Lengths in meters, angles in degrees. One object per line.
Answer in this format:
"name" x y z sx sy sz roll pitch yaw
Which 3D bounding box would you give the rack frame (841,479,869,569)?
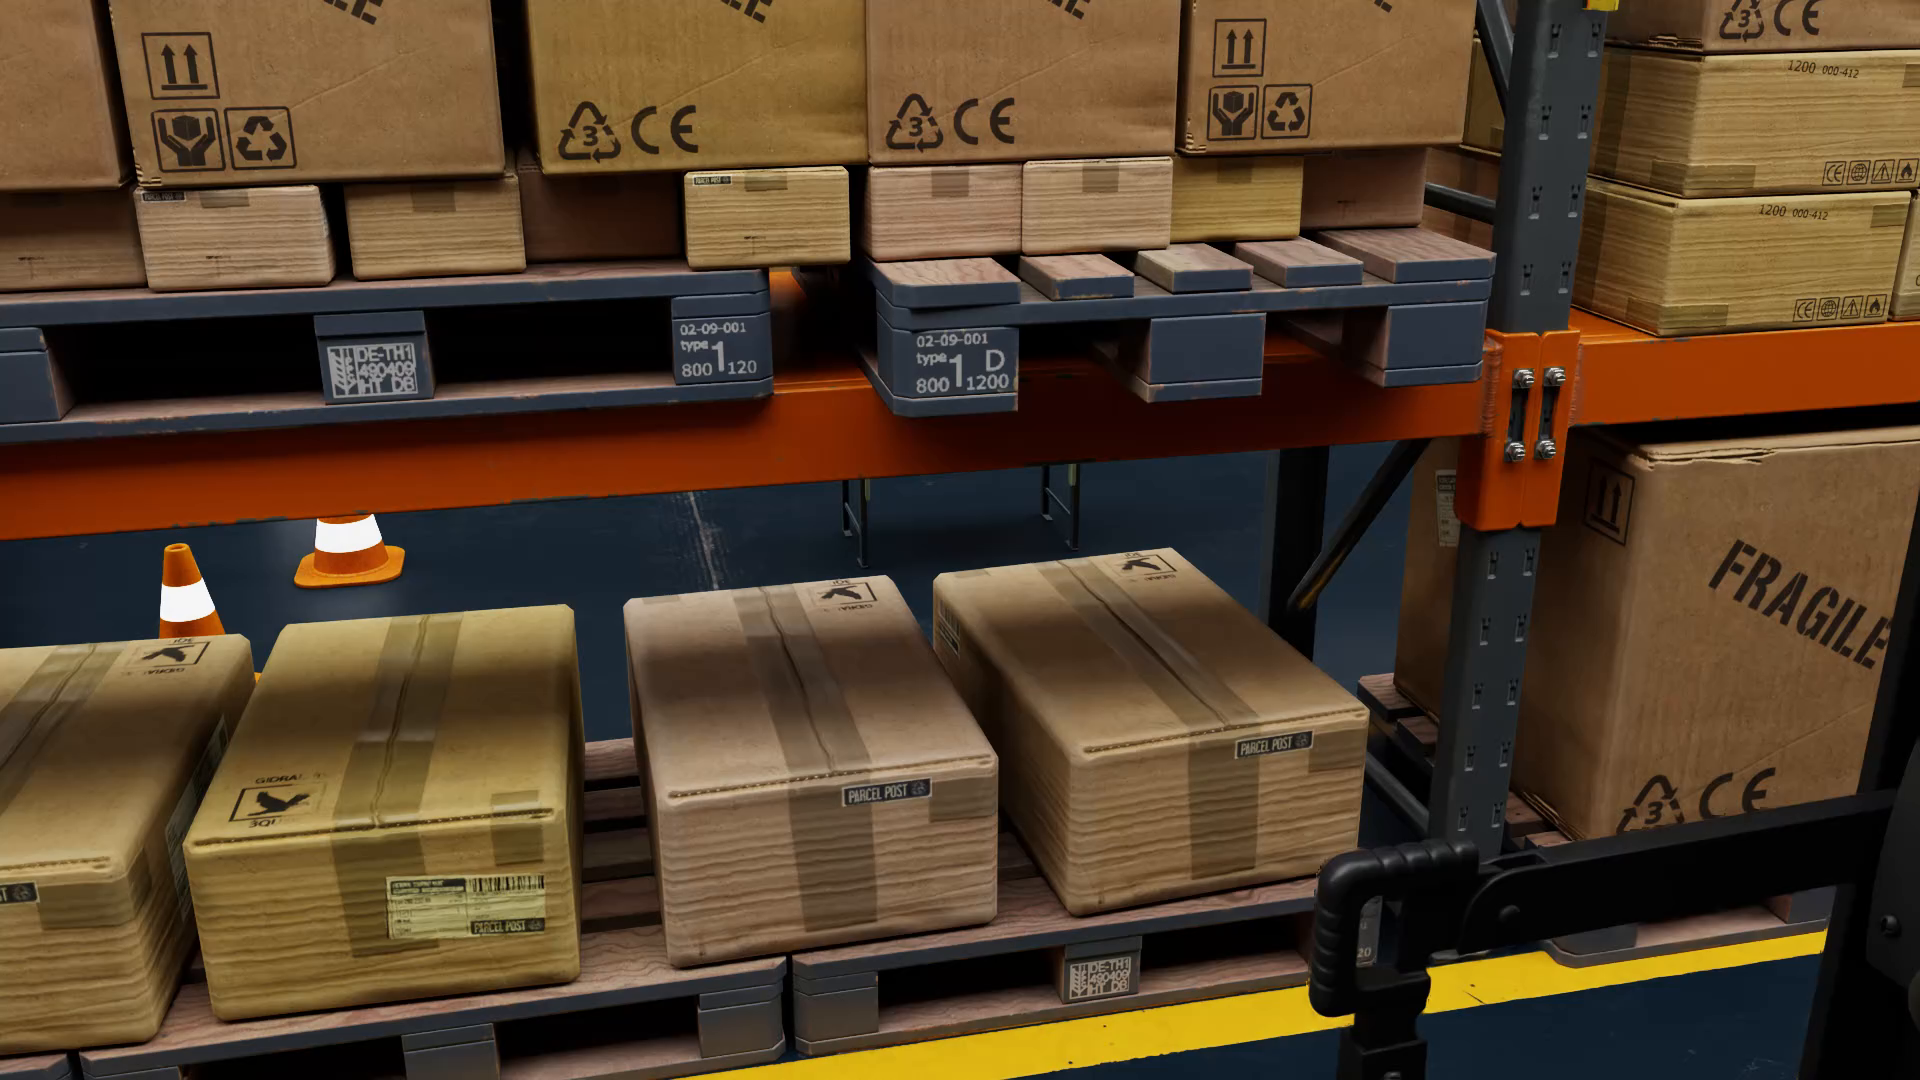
"rack frame" -0.363 -0.675 5.476 0.023 1.500 0.400 -5 21 -12

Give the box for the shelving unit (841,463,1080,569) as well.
"shelving unit" -0.006 -0.704 5.555 0.755 1.500 0.431 -5 21 -12

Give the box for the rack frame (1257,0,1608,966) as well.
"rack frame" 0.923 -0.705 3.377 0.127 3.000 1.000 -5 21 -12

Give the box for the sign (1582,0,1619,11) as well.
"sign" 1.057 -1.030 2.698 0.005 0.325 0.100 -5 21 -12

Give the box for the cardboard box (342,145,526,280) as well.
"cardboard box" -0.832 -0.530 2.655 0.250 0.149 0.380 -5 21 -14

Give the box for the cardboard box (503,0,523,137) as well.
"cardboard box" -0.589 -1.042 3.111 0.500 0.500 0.500 -4 21 -12

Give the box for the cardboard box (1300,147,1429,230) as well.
"cardboard box" 0.658 -0.679 3.062 0.250 0.149 0.380 -4 20 -10

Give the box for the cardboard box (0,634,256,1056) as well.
"cardboard box" -1.761 0.548 3.166 0.625 0.372 0.950 -3 20 -9

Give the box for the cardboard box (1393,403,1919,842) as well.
"cardboard box" 1.614 0.069 3.743 0.875 0.875 0.875 -5 21 -13

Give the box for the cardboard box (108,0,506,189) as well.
"cardboard box" -0.979 -0.831 2.535 0.500 0.500 0.500 -6 21 -15

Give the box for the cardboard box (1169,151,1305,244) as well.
"cardboard box" 0.414 -0.634 2.938 0.250 0.149 0.380 -4 21 -12

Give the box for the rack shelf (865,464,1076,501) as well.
"rack shelf" -0.006 -0.398 5.667 0.720 0.370 0.431 -5 21 -12

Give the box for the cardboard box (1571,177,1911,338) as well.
"cardboard box" 1.457 -0.589 3.279 0.500 0.250 0.500 -5 21 -13

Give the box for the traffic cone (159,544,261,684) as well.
"traffic cone" -2.085 0.237 4.496 0.334 0.463 0.336 -5 21 -12

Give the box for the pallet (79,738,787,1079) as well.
"pallet" -1.023 0.762 3.429 1.213 0.211 1.003 -5 21 -12

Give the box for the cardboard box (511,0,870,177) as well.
"cardboard box" -0.447 -0.874 2.652 0.500 0.500 0.500 -6 21 -16

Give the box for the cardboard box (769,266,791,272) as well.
"cardboard box" -0.928 -1.476 8.144 0.750 0.750 1.050 -5 21 -13

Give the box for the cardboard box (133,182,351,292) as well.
"cardboard box" -1.085 -0.499 2.570 0.250 0.149 0.380 -4 20 -10

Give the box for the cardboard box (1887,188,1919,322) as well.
"cardboard box" 1.953 -0.635 3.406 0.500 0.250 0.500 -5 21 -14

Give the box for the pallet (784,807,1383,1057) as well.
"pallet" 0.162 0.666 3.689 1.213 0.211 1.003 -5 21 -12

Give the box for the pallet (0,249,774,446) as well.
"pallet" -0.994 -0.444 2.945 1.213 0.211 1.003 -5 21 -12

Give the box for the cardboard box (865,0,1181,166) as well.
"cardboard box" 0.044 -0.915 2.762 0.500 0.500 0.500 -5 21 -13

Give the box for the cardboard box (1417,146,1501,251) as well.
"cardboard box" 1.355 -0.761 3.749 0.500 0.250 0.500 -5 21 -14

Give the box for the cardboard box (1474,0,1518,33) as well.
"cardboard box" 1.366 -1.349 3.538 0.500 0.500 0.500 -5 21 -14

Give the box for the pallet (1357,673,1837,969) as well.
"pallet" 1.707 0.568 3.958 1.213 0.211 1.003 -5 21 -12

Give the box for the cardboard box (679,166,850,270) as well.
"cardboard box" -0.333 -0.555 2.723 0.250 0.149 0.380 -4 21 -12

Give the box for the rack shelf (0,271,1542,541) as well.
"rack shelf" -1.024 -0.208 3.068 4.000 0.370 1.077 -5 21 -12

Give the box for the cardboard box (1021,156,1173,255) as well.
"cardboard box" 0.179 -0.599 2.843 0.250 0.149 0.380 -5 21 -13

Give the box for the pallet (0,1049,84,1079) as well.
"pallet" -2.213 0.859 3.162 1.213 0.211 1.003 -5 21 -12

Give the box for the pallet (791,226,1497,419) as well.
"pallet" 0.254 -0.522 3.159 1.003 0.211 1.213 -5 21 -12

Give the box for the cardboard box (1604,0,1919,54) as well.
"cardboard box" 1.459 -1.178 3.071 0.500 0.500 0.500 -5 21 -14

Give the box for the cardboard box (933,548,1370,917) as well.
"cardboard box" 0.371 0.374 3.644 0.625 0.372 0.950 -6 21 -16

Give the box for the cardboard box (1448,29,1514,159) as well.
"cardboard box" 1.336 -0.992 3.654 0.500 0.250 0.500 -5 21 -13

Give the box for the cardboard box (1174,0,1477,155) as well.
"cardboard box" 0.544 -0.959 2.884 0.500 0.500 0.500 -5 21 -14

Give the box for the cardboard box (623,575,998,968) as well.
"cardboard box" -0.346 0.435 3.477 0.625 0.372 0.950 -5 21 -14

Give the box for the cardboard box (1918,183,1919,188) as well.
"cardboard box" 1.976 -0.867 3.311 0.500 0.250 0.500 -4 21 -11

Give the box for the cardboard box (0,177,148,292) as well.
"cardboard box" -1.355 -0.495 2.560 0.250 0.149 0.380 -4 21 -12

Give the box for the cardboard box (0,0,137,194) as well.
"cardboard box" -1.476 -0.787 2.414 0.500 0.500 0.500 -5 21 -13

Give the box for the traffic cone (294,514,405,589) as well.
"traffic cone" -2.033 -0.121 5.473 0.334 0.463 0.336 -5 21 -12

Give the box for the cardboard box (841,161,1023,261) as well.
"cardboard box" -0.068 -0.581 2.795 0.250 0.149 0.380 -6 21 -15

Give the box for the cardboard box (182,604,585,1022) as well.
"cardboard box" -1.085 0.493 3.318 0.625 0.372 0.950 -4 20 -11

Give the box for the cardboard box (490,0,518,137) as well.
"cardboard box" -1.078 -1.005 3.010 0.500 0.500 0.500 -5 21 -15

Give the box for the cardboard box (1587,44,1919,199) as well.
"cardboard box" 1.473 -0.826 3.200 0.500 0.250 0.500 -5 21 -13

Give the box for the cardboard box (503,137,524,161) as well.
"cardboard box" -0.751 -0.707 3.139 0.250 0.149 0.380 -4 20 -10

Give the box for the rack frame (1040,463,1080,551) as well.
"rack frame" 0.350 -0.733 5.634 0.023 1.500 0.400 -5 21 -12

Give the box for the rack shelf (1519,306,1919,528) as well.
"rack shelf" 2.869 -0.525 3.933 4.000 0.370 1.077 -5 21 -12

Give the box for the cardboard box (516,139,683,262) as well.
"cardboard box" -0.606 -0.577 2.784 0.250 0.149 0.380 -4 21 -12
